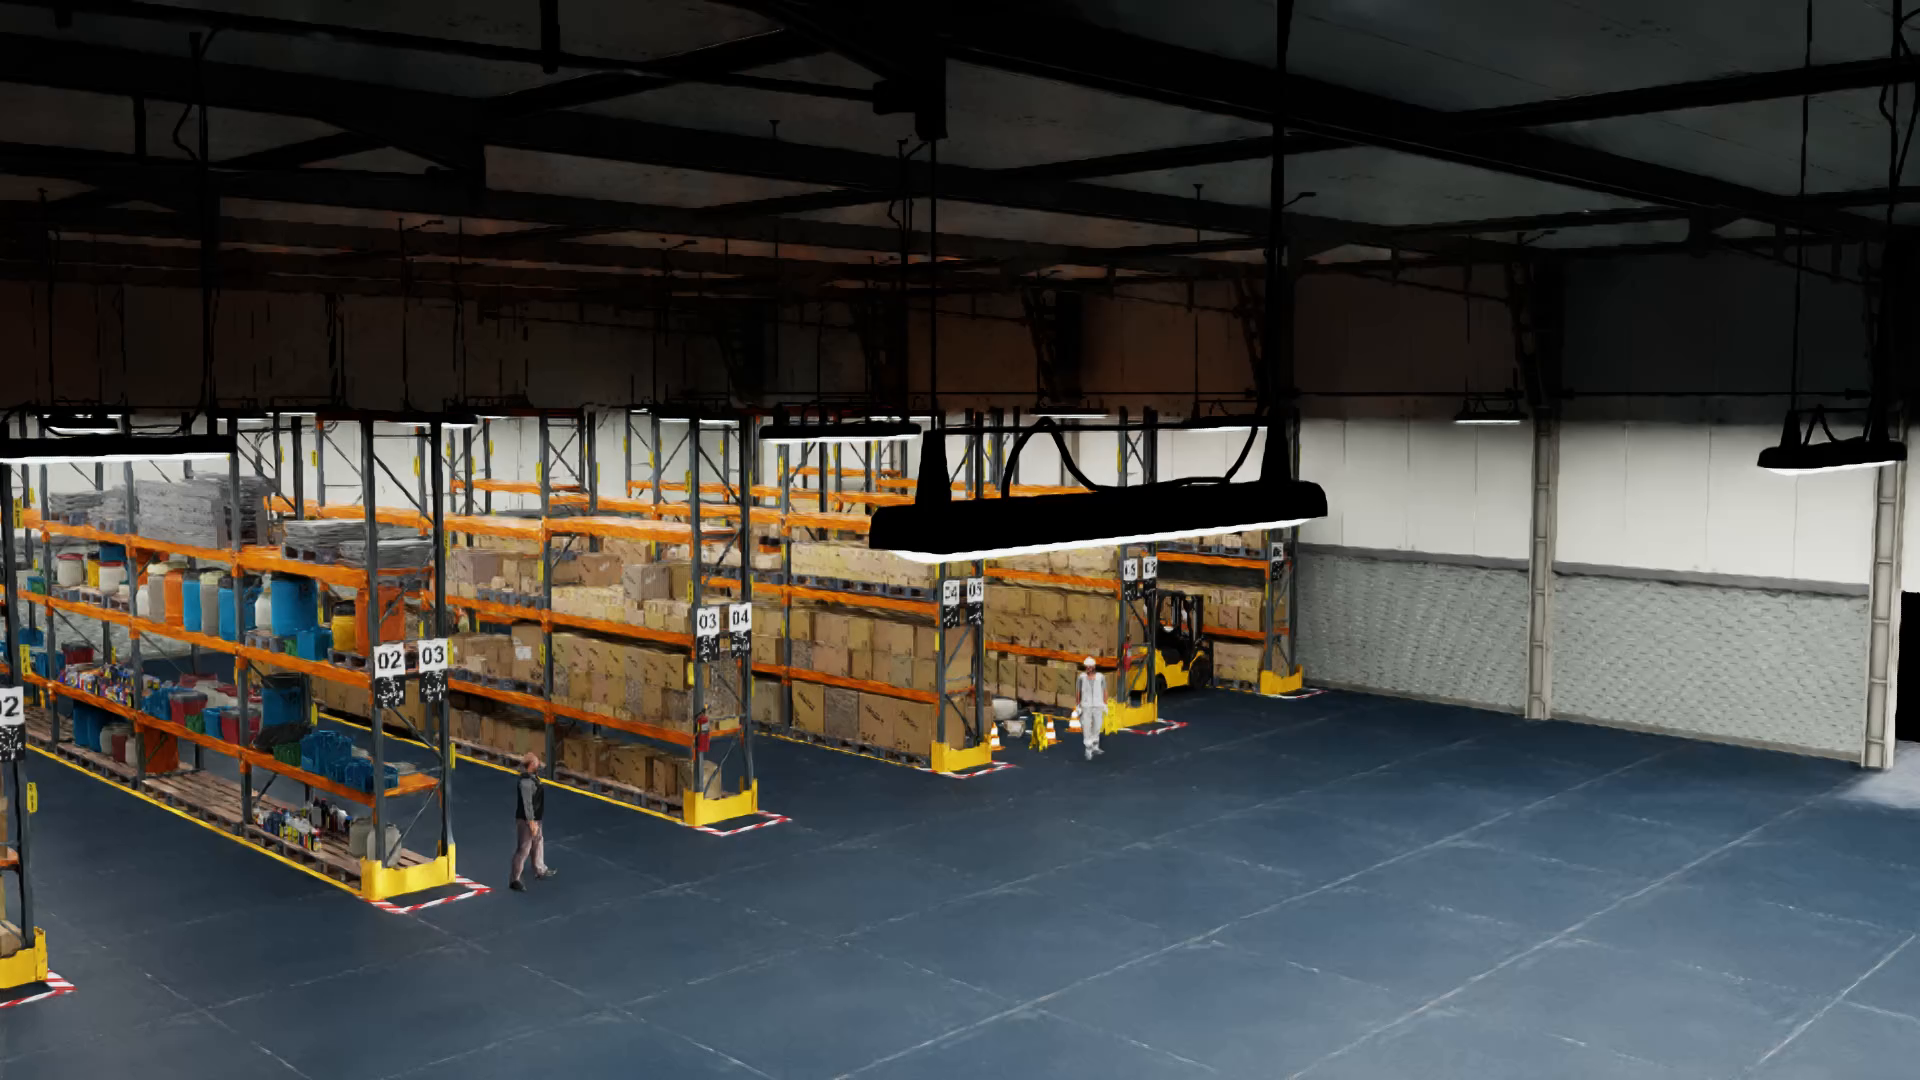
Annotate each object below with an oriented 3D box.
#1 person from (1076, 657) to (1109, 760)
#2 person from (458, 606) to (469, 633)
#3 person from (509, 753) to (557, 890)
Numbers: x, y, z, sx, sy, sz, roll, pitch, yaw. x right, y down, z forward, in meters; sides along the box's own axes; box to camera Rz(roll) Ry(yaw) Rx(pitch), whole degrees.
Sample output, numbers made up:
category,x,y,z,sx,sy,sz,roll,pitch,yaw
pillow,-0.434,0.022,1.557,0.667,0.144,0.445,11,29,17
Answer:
category,x,y,z,sx,sy,sz,roll,pitch,yaw
person,2.293,2.896,28.879,0.565,1.778,0.579,0,5,-3
person,-10.905,2.242,36.595,0.574,1.665,0.588,-4,7,-39
person,-5.511,3.571,21.371,0.564,1.709,0.733,-1,5,-9
